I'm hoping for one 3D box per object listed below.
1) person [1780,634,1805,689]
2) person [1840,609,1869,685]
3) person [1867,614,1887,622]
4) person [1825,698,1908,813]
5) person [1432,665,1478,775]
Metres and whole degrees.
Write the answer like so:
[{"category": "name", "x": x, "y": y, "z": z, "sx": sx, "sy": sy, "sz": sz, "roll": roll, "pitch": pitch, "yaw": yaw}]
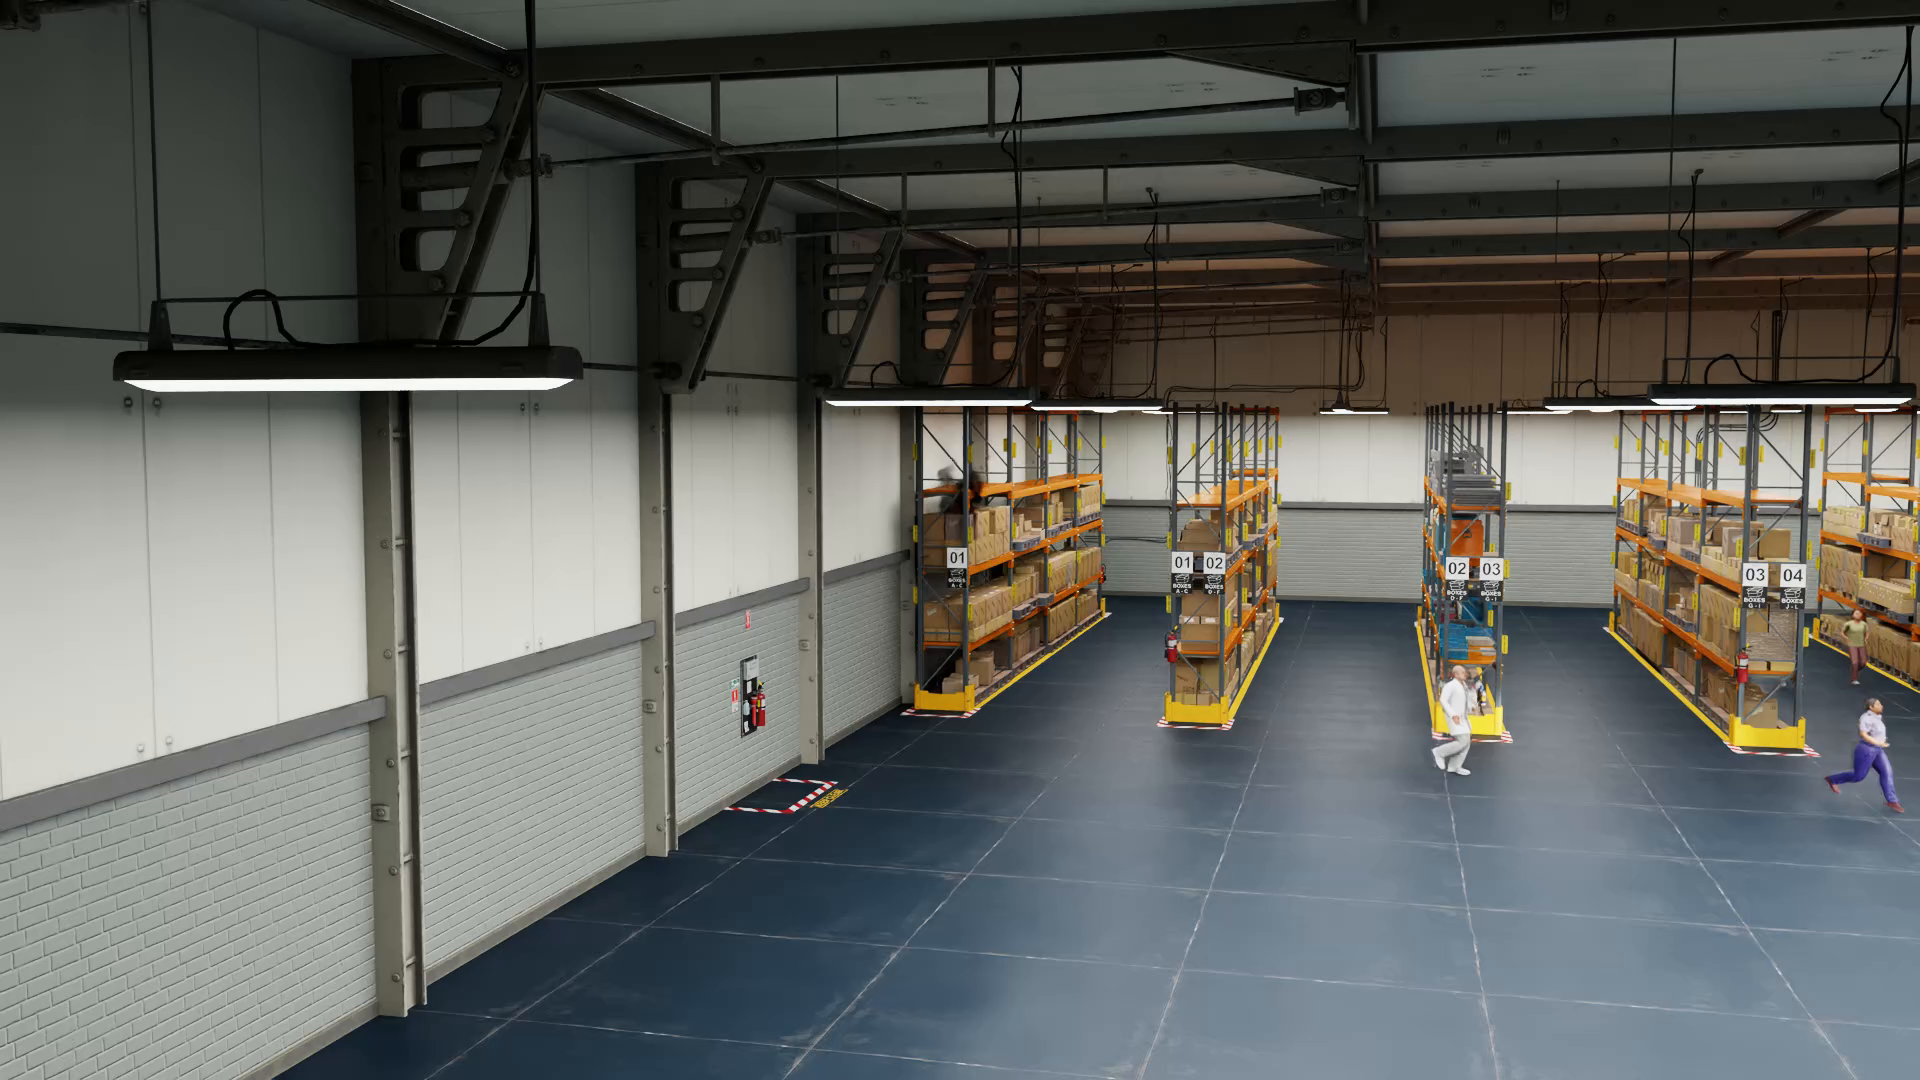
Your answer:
[{"category": "person", "x": 17.449, "y": 2.357, "z": 34.909, "sx": 0.559, "sy": 1.662, "sz": 0.707, "roll": 1, "pitch": 4, "yaw": 11}, {"category": "person", "x": 19.201, "y": 2.275, "z": 35.675, "sx": 0.578, "sy": 1.617, "sz": 0.579, "roll": 1, "pitch": 4, "yaw": 13}, {"category": "person", "x": 24.005, "y": 1.689, "z": 43.494, "sx": 0.673, "sy": 1.682, "sz": 0.649, "roll": -1, "pitch": 4, "yaw": -16}, {"category": "person", "x": 13.287, "y": 3.126, "z": 24.359, "sx": 0.576, "sy": 1.654, "sz": 1.089, "roll": -4, "pitch": 6, "yaw": -40}, {"category": "person", "x": 7.968, "y": 2.881, "z": 26.752, "sx": 0.634, "sy": 1.749, "sz": 0.730, "roll": 3, "pitch": 5, "yaw": 39}]
